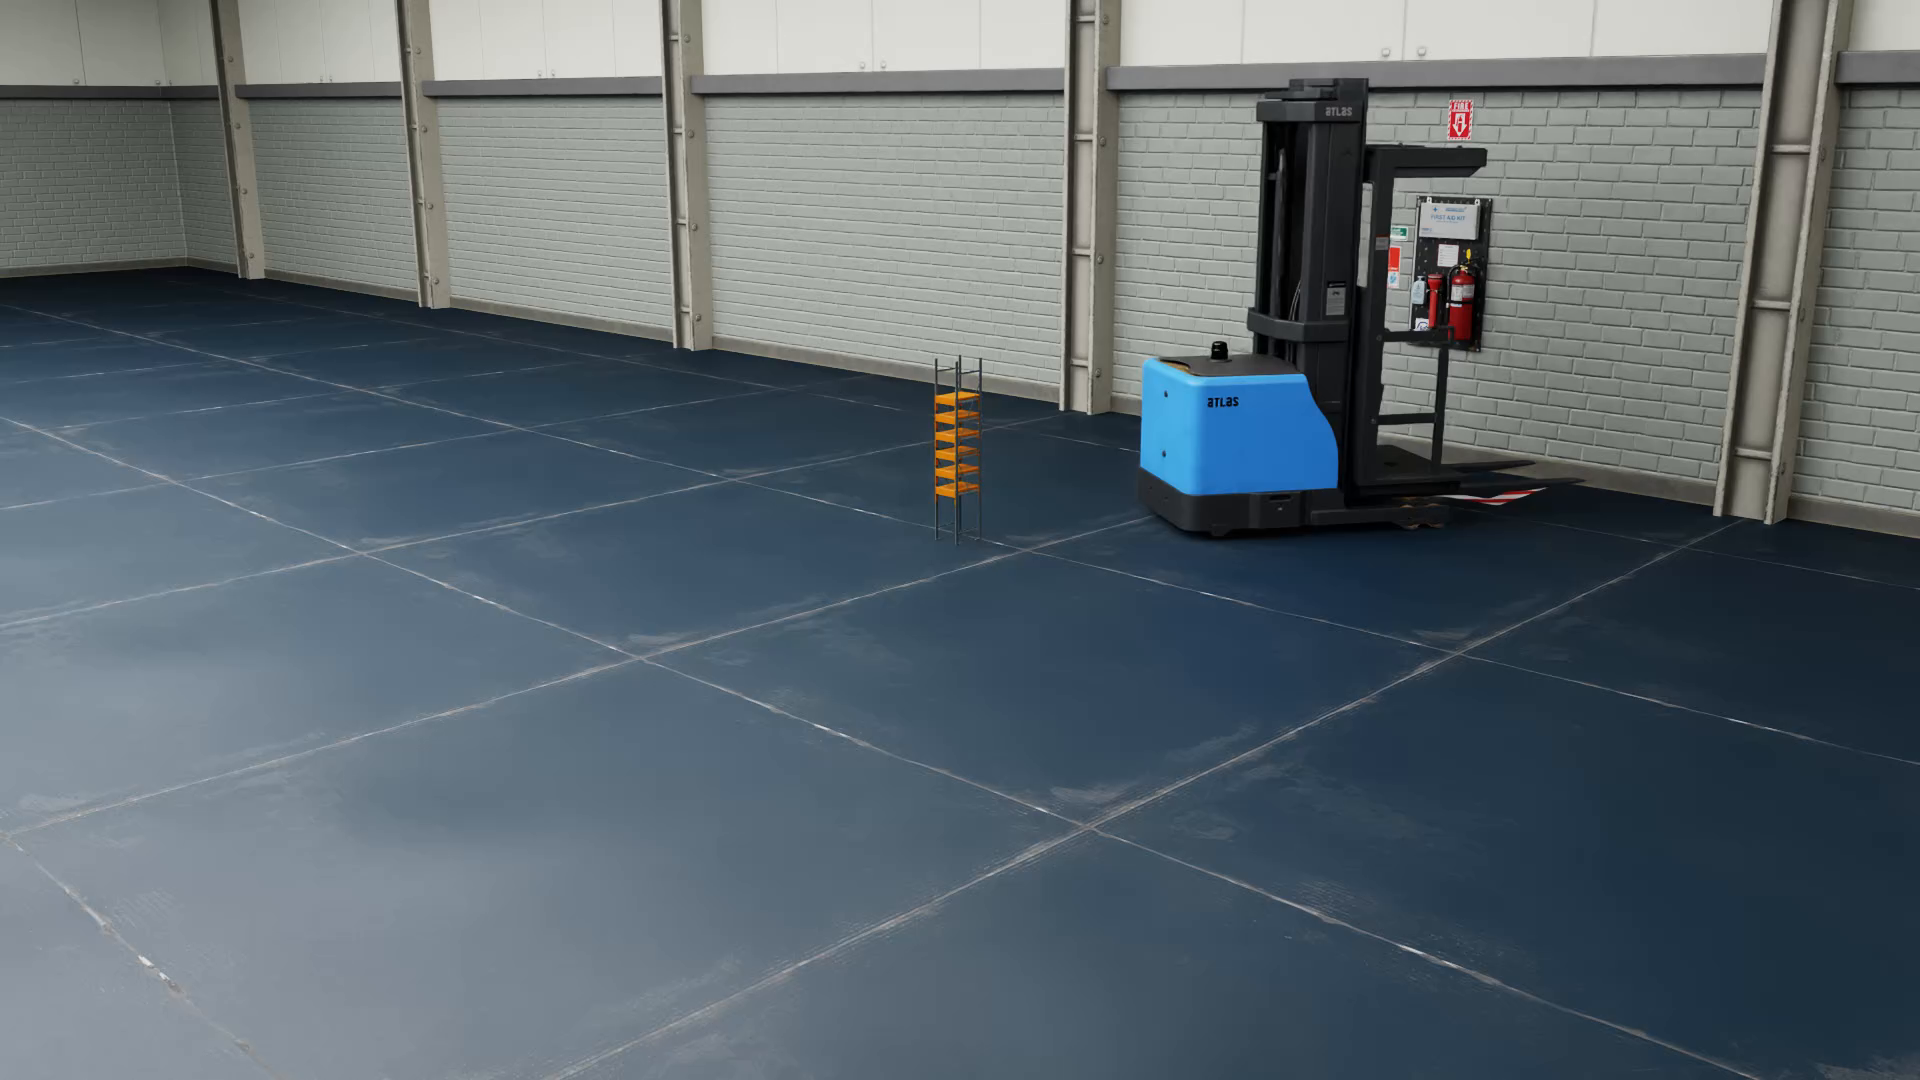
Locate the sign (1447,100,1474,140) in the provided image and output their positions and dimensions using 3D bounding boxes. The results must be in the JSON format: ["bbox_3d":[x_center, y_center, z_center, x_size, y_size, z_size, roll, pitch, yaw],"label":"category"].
[{"bbox_3d":[3.809,-3.199,12.664,0.199,0.298,0.001,14,20,42],"label":"sign"}]

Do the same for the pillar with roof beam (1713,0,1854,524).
[{"bbox_3d":[2.510,-3.740,7.440,0.400,9.000,9.100,14,20,42],"label":"pillar with roof beam"}]

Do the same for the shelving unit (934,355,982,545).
[{"bbox_3d":[-0.010,-0.583,10.791,0.189,1.200,0.258,14,20,42],"label":"shelving unit"}]

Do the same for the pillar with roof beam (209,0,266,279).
[{"bbox_3d":[-14.767,-7.941,23.560,0.400,9.000,9.100,14,20,42],"label":"pillar with roof beam"}]

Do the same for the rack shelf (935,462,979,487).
[{"bbox_3d":[-0.010,-0.424,10.832,0.180,0.103,0.258,14,20,42],"label":"rack shelf"}]

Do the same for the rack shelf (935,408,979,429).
[{"bbox_3d":[-0.010,-0.772,10.741,0.180,0.103,0.258,14,20,42],"label":"rack shelf"}]

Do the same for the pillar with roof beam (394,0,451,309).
[{"bbox_3d":[-10.448,-6.890,19.530,0.400,9.000,9.100,14,20,42],"label":"pillar with roof beam"}]

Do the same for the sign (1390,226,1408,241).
[{"bbox_3d":[3.416,-2.445,13.244,0.331,0.109,0.001,14,20,42],"label":"sign"}]

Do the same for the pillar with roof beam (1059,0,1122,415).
[{"bbox_3d":[-1.809,-4.790,11.470,0.400,9.000,9.100,14,20,42],"label":"pillar with roof beam"}]

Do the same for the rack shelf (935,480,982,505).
[{"bbox_3d":[-0.010,-0.308,10.862,0.180,0.103,0.258,14,20,42],"label":"rack shelf"}]

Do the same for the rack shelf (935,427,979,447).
[{"bbox_3d":[-0.010,-0.656,10.771,0.180,0.103,0.258,14,20,42],"label":"rack shelf"}]

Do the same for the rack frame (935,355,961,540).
[{"bbox_3d":[-0.076,-0.599,10.852,0.006,1.200,0.240,14,20,42],"label":"rack frame"}]

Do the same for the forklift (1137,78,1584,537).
[{"bbox_3d":[2.826,-1.614,11.313,3.031,2.935,1.130,-3,15,-13],"label":"forklift"}]

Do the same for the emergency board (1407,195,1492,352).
[{"bbox_3d":[3.746,-2.058,12.882,0.643,1.169,0.194,14,20,42],"label":"emergency board"}]

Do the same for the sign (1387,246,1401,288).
[{"bbox_3d":[3.419,-2.191,13.320,0.234,0.329,0.001,14,20,42],"label":"sign"}]

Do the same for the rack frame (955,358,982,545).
[{"bbox_3d":[0.055,-0.567,10.729,0.006,1.200,0.240,14,20,42],"label":"rack frame"}]

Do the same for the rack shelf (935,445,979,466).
[{"bbox_3d":[-0.010,-0.540,10.802,0.180,0.103,0.258,14,20,42],"label":"rack shelf"}]

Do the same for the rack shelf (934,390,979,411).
[{"bbox_3d":[-0.010,-0.889,10.711,0.180,0.103,0.258,14,20,42],"label":"rack shelf"}]

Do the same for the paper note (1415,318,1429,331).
[{"bbox_3d":[3.666,-1.675,13.160,0.142,0.148,0.016,14,20,42],"label":"paper note"}]

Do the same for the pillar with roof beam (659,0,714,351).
[{"bbox_3d":[-6.128,-5.840,15.500,0.400,9.000,9.100,14,20,42],"label":"pillar with roof beam"}]
